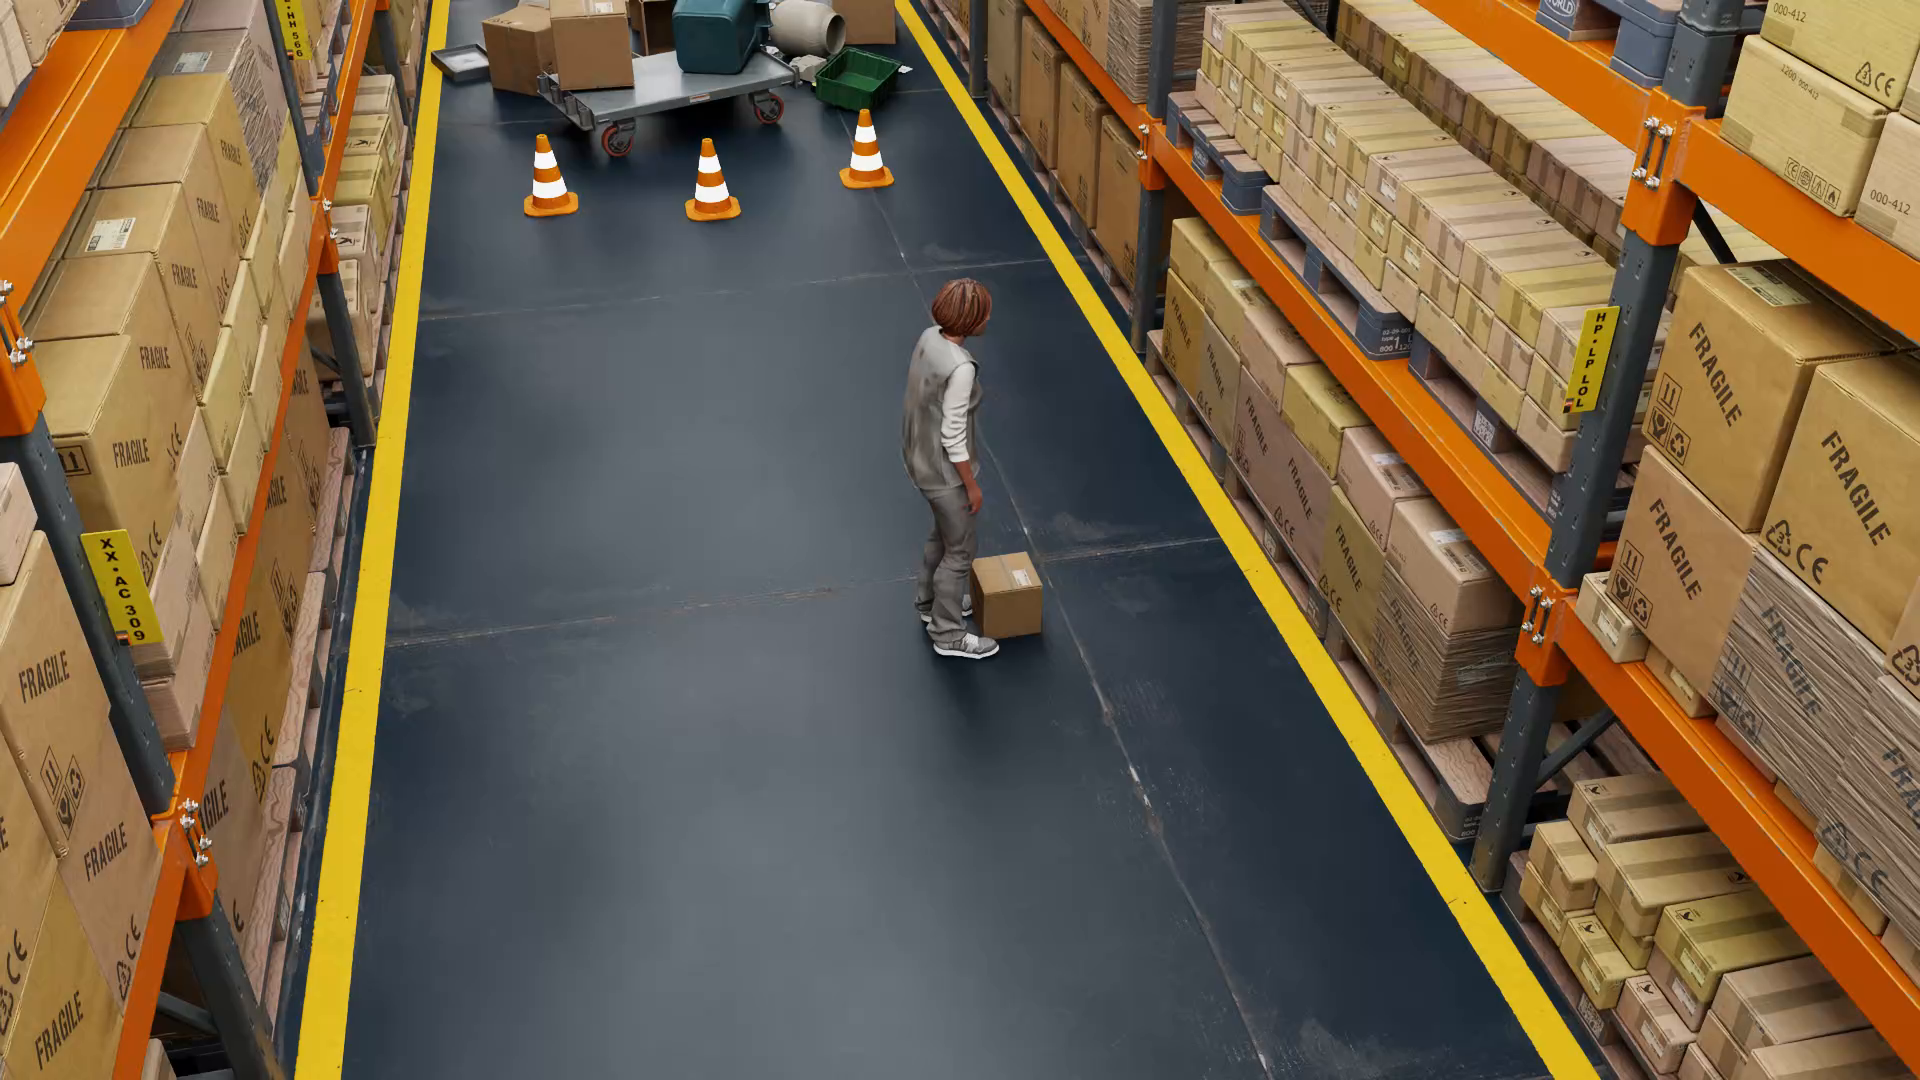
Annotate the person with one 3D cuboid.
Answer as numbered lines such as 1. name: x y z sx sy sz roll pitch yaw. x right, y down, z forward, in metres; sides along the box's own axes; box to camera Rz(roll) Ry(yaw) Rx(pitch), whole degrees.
1. person: -0.044 -0.282 6.558 0.341 1.594 0.482 -9 36 -12
